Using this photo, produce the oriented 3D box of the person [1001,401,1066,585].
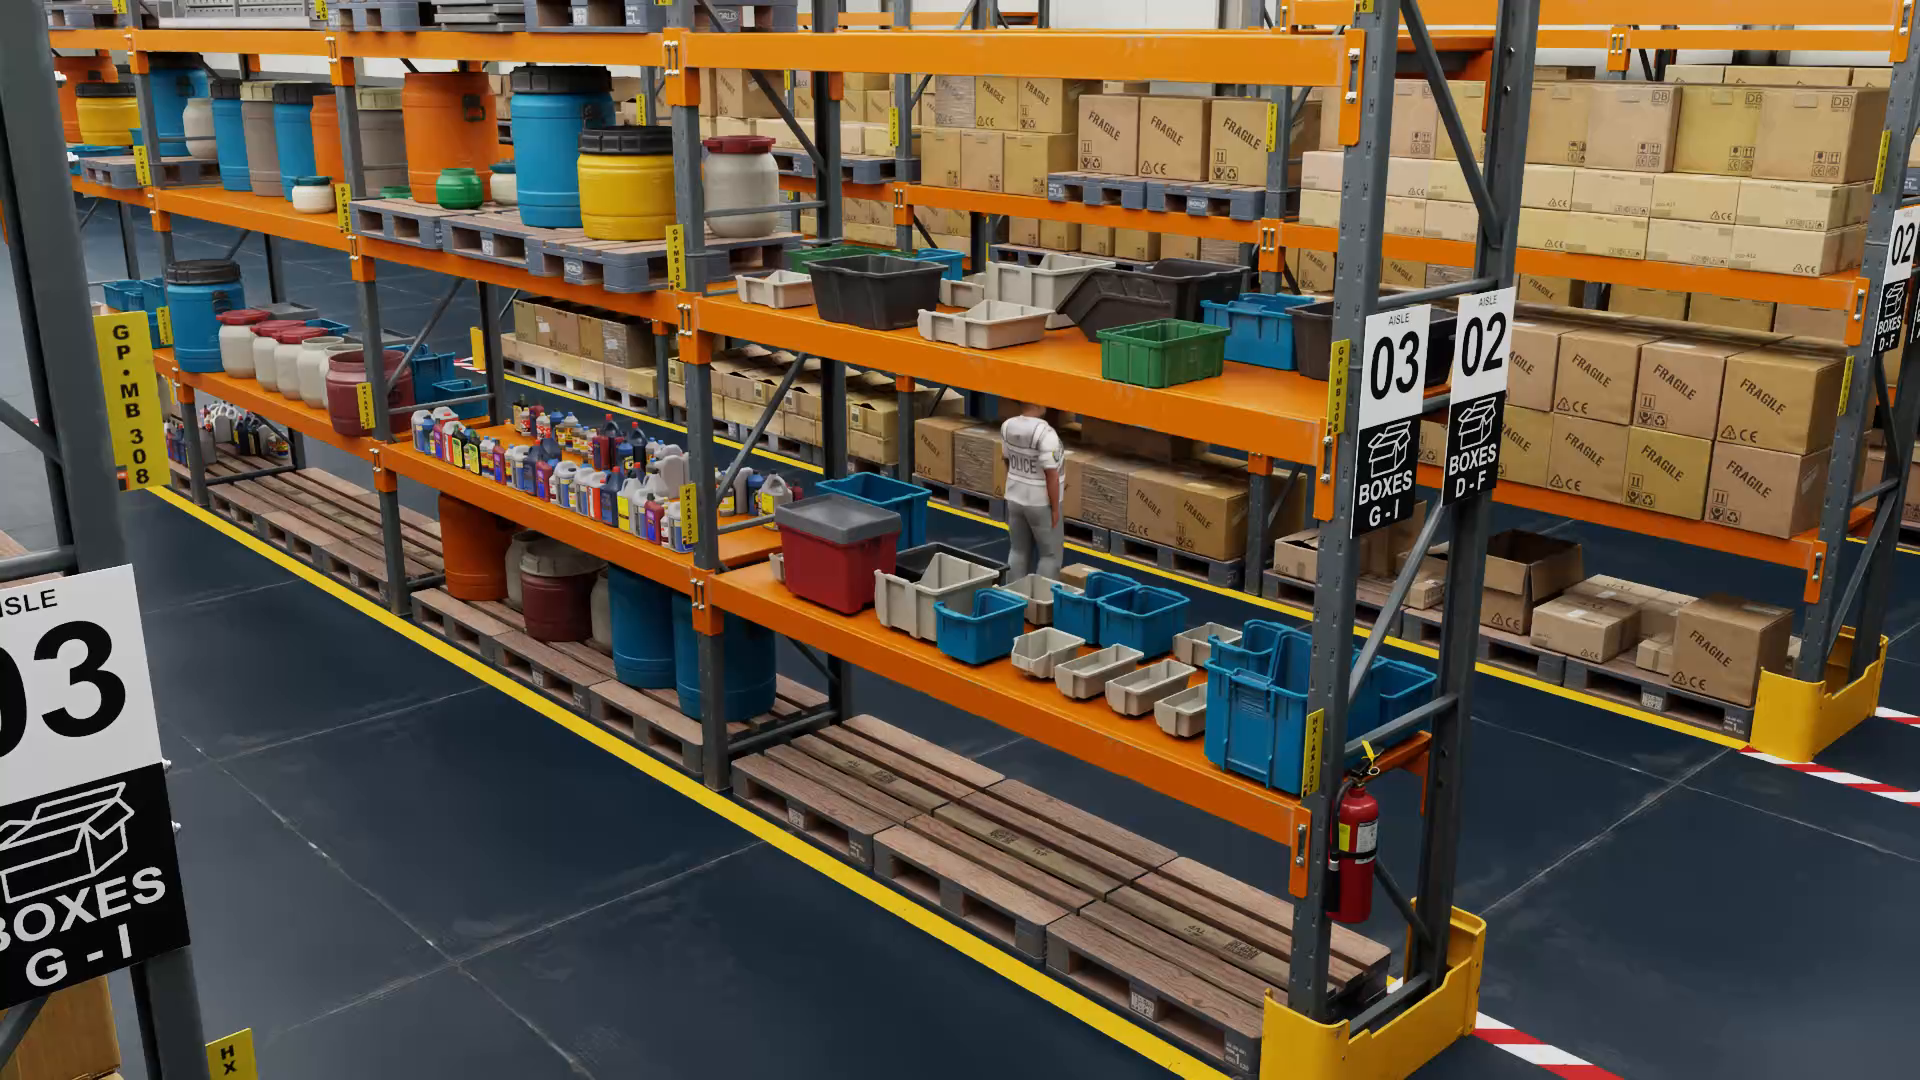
[{"bbox_3d":[0.545,-0.277,11.930,0.416,1.768,0.542,-15,23,-40],"label":"person"}]
